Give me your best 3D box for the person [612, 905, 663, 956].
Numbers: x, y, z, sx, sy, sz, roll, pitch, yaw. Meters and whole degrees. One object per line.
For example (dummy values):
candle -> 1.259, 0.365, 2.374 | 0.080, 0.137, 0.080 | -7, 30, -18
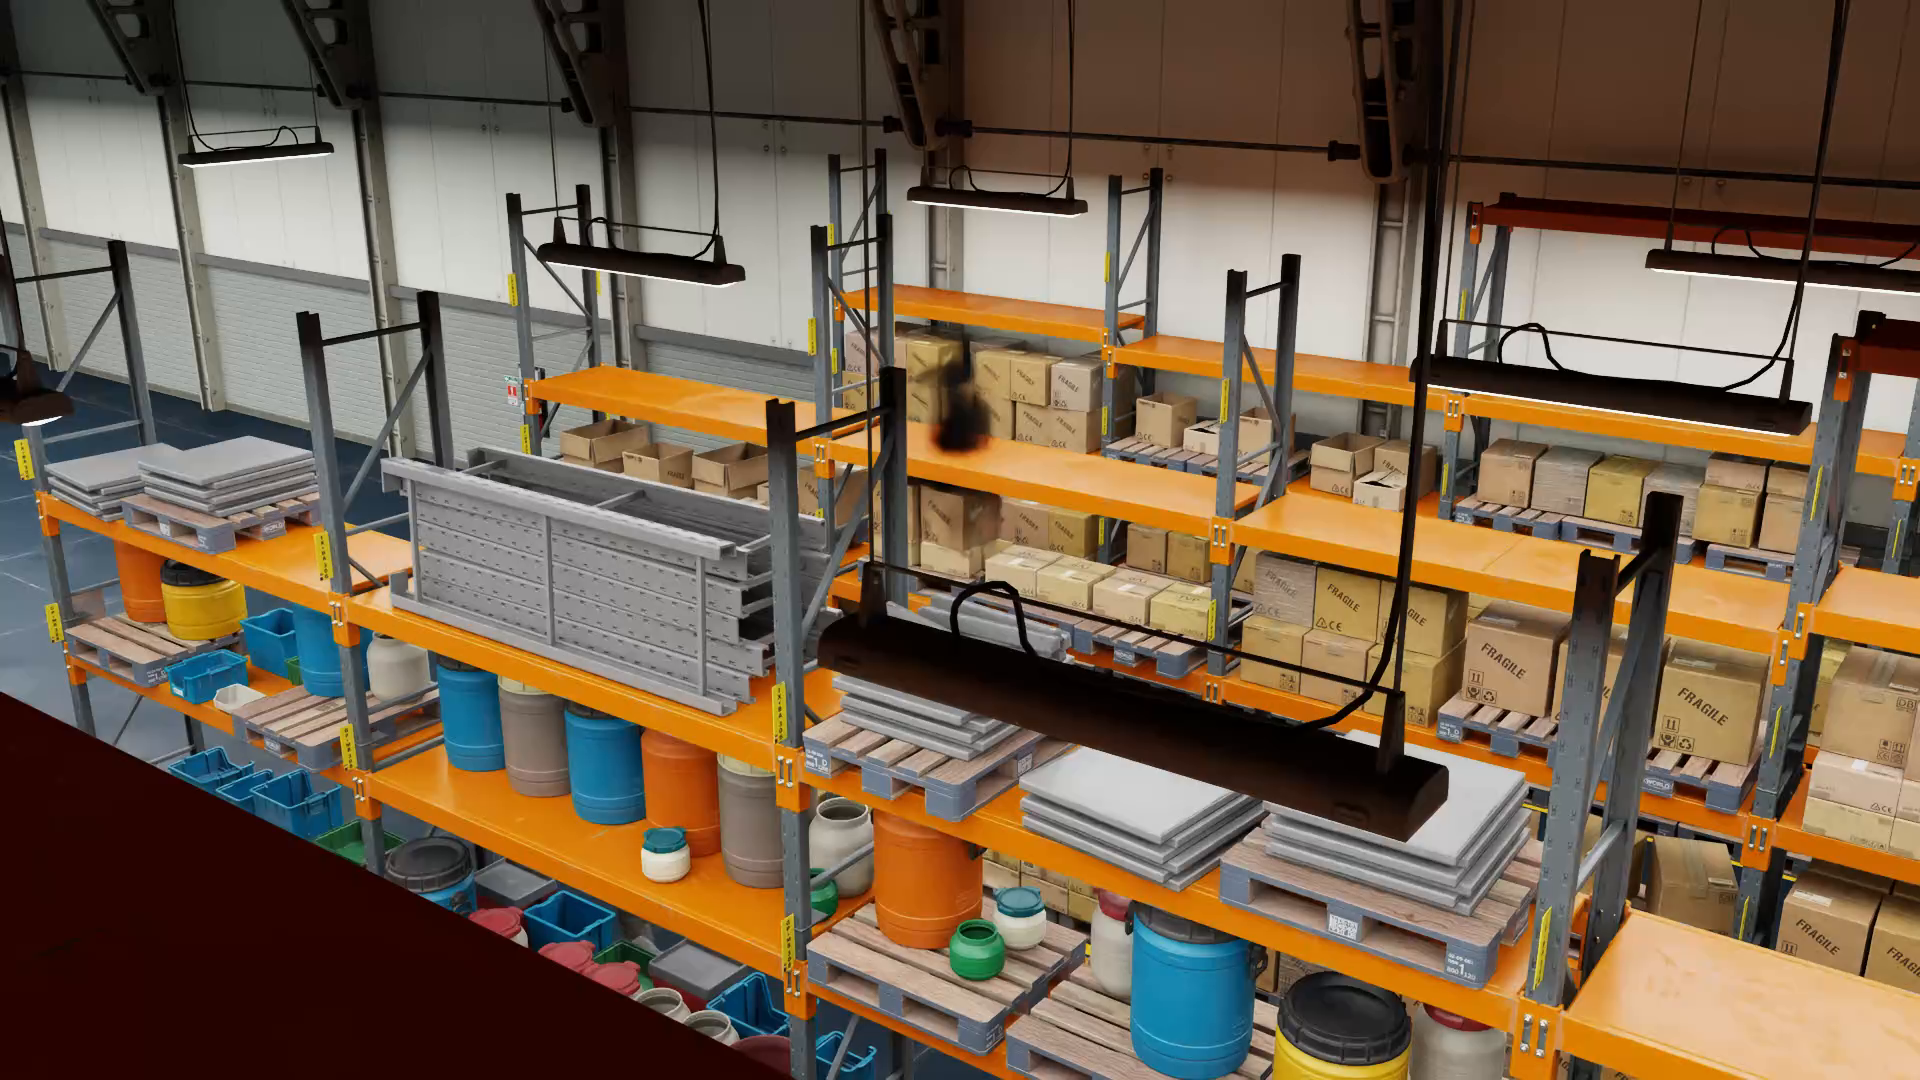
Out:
person -> -2.672, 2.945, 13.645 | 0.696, 1.741, 0.759 | -16, 24, -39
